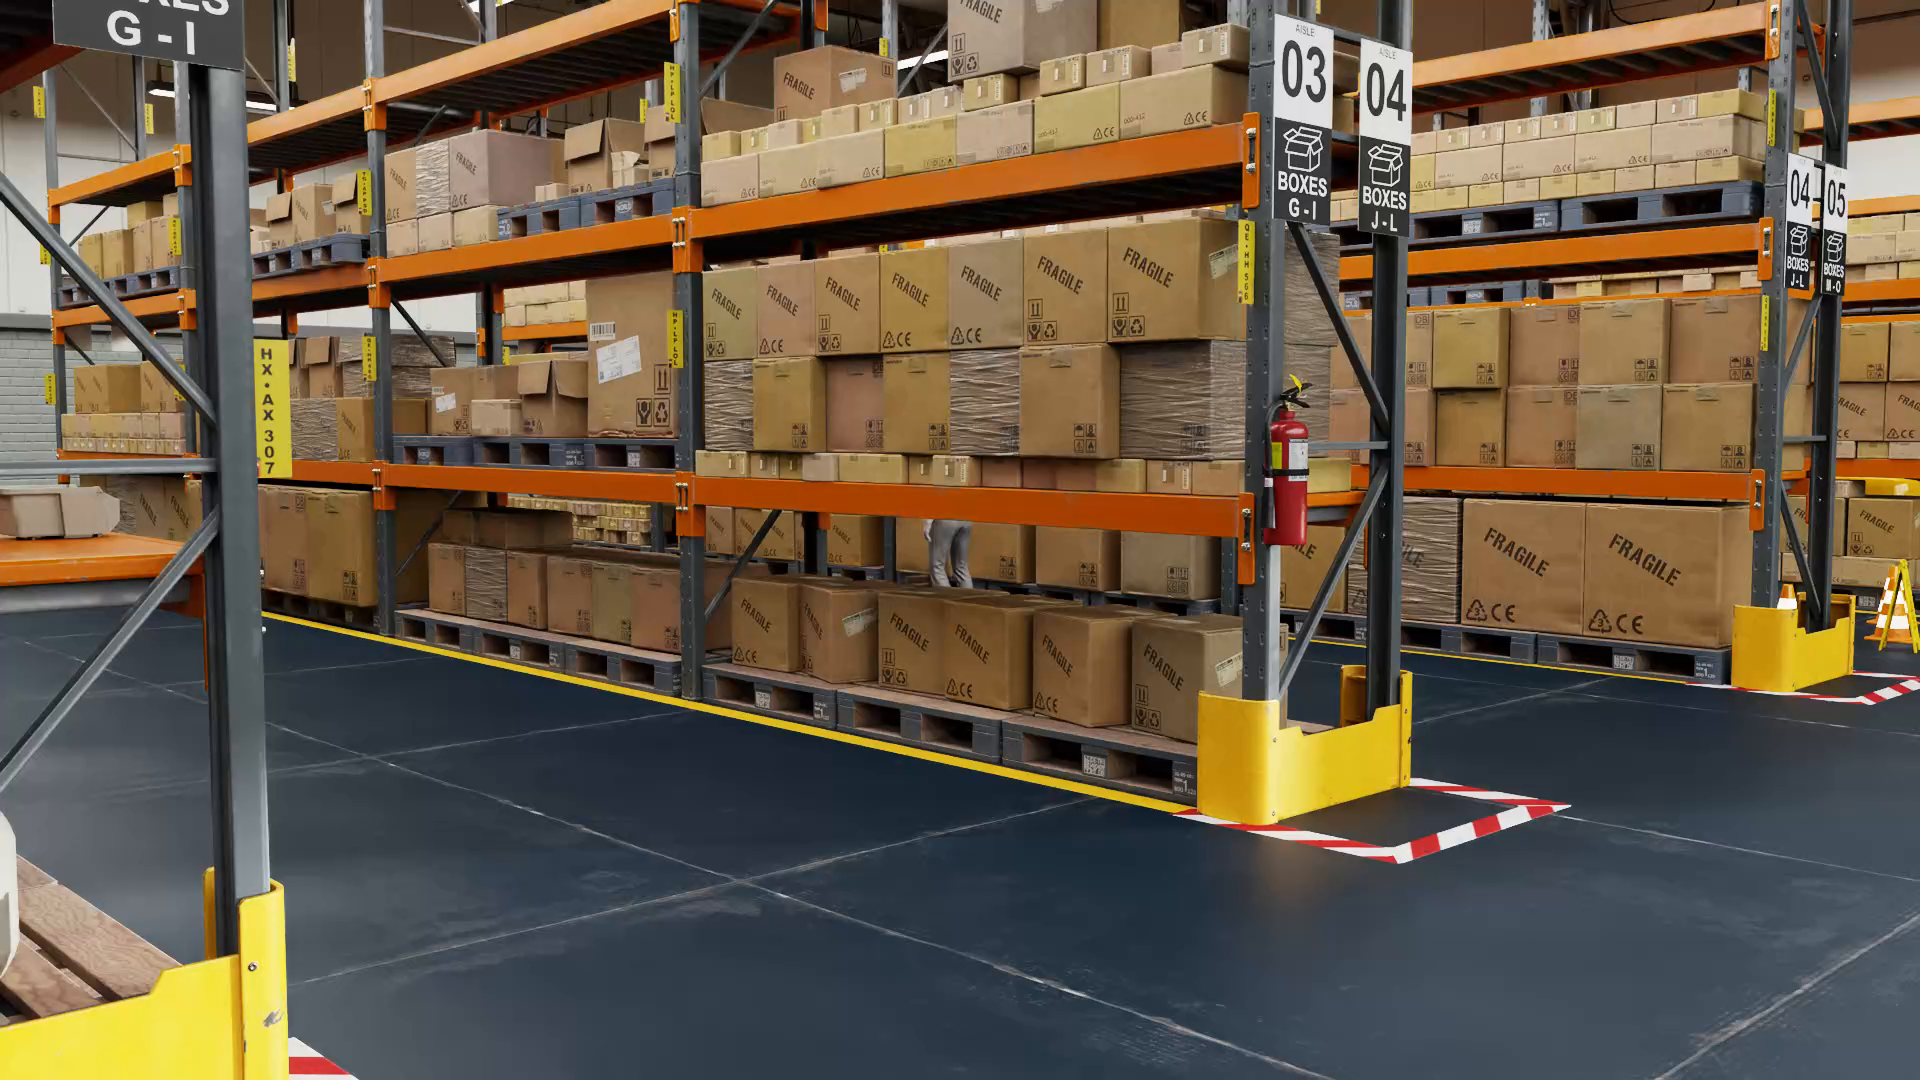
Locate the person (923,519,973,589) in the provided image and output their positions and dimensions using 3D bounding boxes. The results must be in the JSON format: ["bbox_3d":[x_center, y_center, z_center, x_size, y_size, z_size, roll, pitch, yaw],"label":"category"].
[{"bbox_3d":[-0.089,-0.137,12.972,0.374,1.661,0.539,4,5,43],"label":"person"}]
